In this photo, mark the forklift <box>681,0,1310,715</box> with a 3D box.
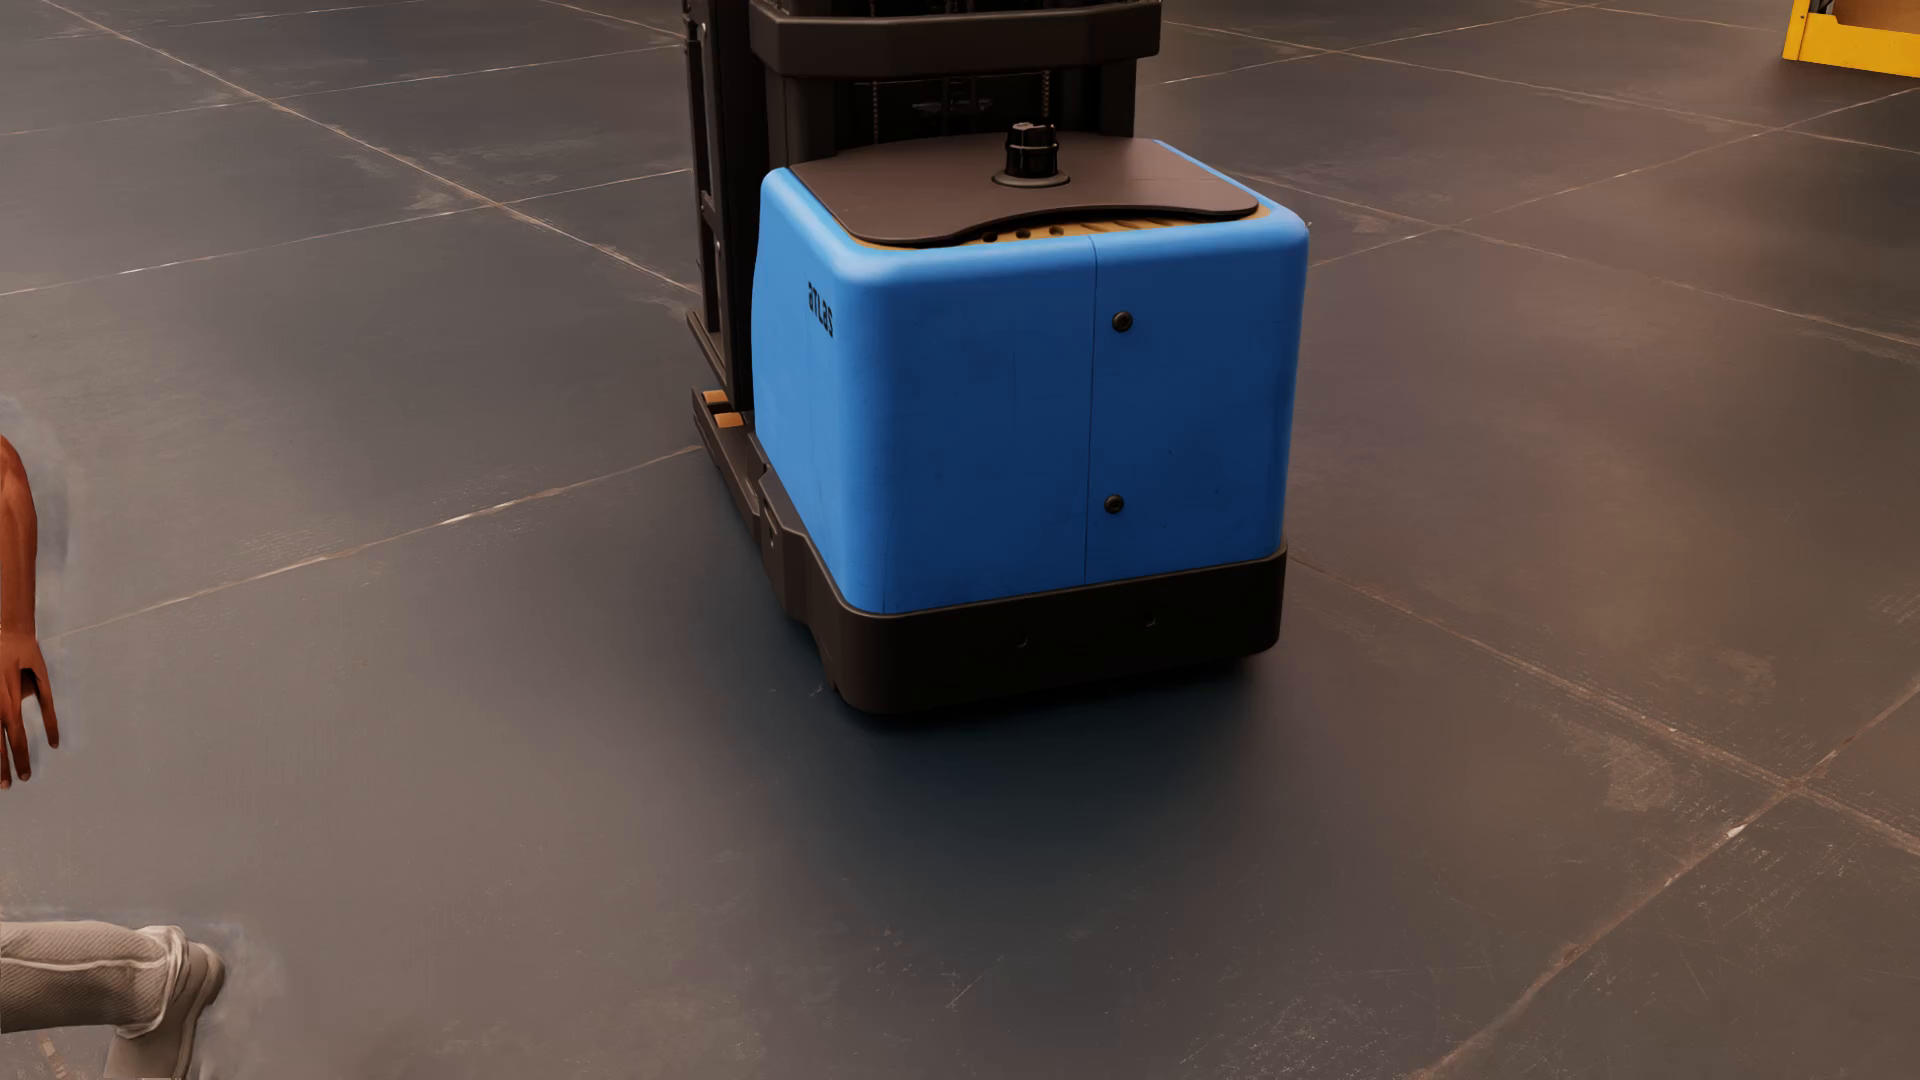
[{"bbox_3d":[-0.185,-1.571,4.371,1.130,2.935,3.031,-8,27,-16],"label":"forklift"}]

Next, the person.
[{"bbox_3d":[-1.725,0.208,2.321,1.182,1.645,0.511,8,28,16],"label":"person"}]
